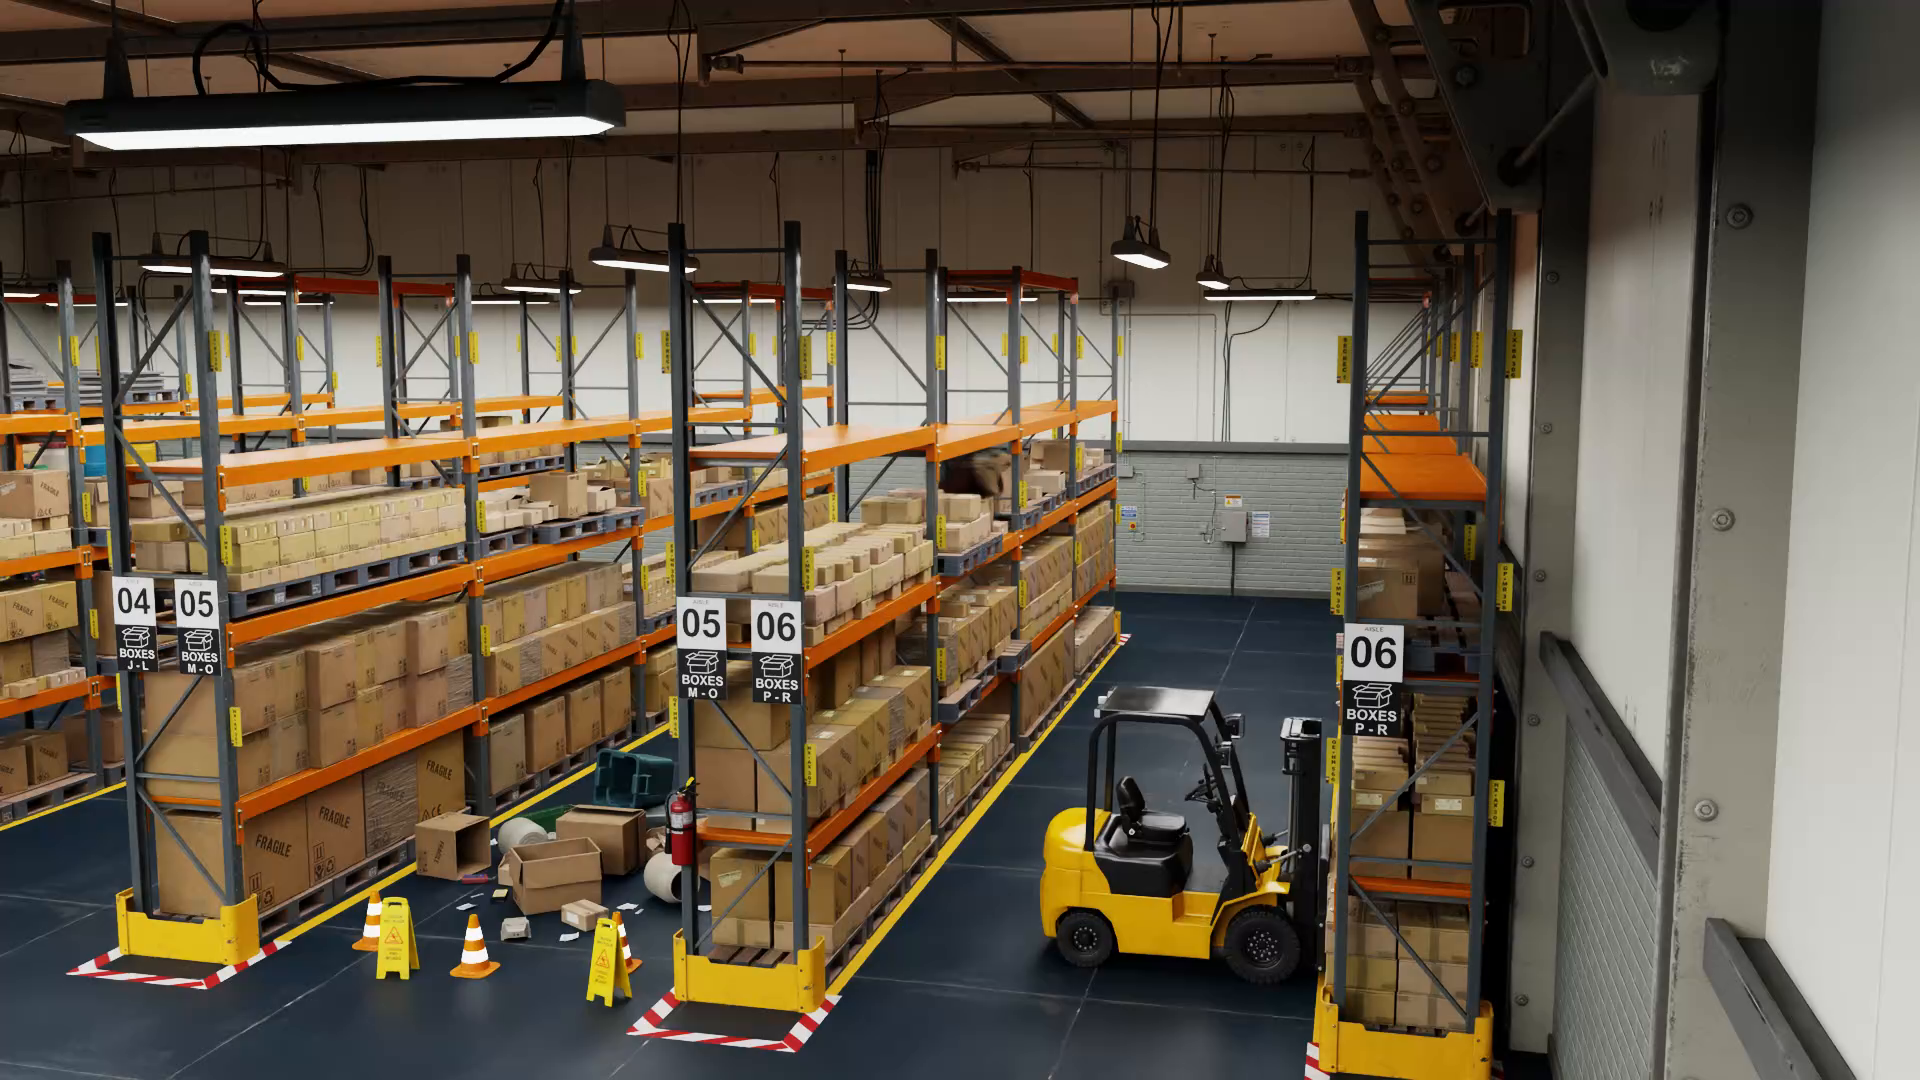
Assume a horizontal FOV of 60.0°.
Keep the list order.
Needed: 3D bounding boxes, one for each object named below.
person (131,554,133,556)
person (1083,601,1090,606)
[{"bbox_3d":[-14.387,0.762,28.931,0.624,1.785,0.375,-3,7,-21],"label":"person"},{"bbox_3d":[2.026,0.489,31.126,1.042,1.740,0.661,-6,9,-40],"label":"person"}]
